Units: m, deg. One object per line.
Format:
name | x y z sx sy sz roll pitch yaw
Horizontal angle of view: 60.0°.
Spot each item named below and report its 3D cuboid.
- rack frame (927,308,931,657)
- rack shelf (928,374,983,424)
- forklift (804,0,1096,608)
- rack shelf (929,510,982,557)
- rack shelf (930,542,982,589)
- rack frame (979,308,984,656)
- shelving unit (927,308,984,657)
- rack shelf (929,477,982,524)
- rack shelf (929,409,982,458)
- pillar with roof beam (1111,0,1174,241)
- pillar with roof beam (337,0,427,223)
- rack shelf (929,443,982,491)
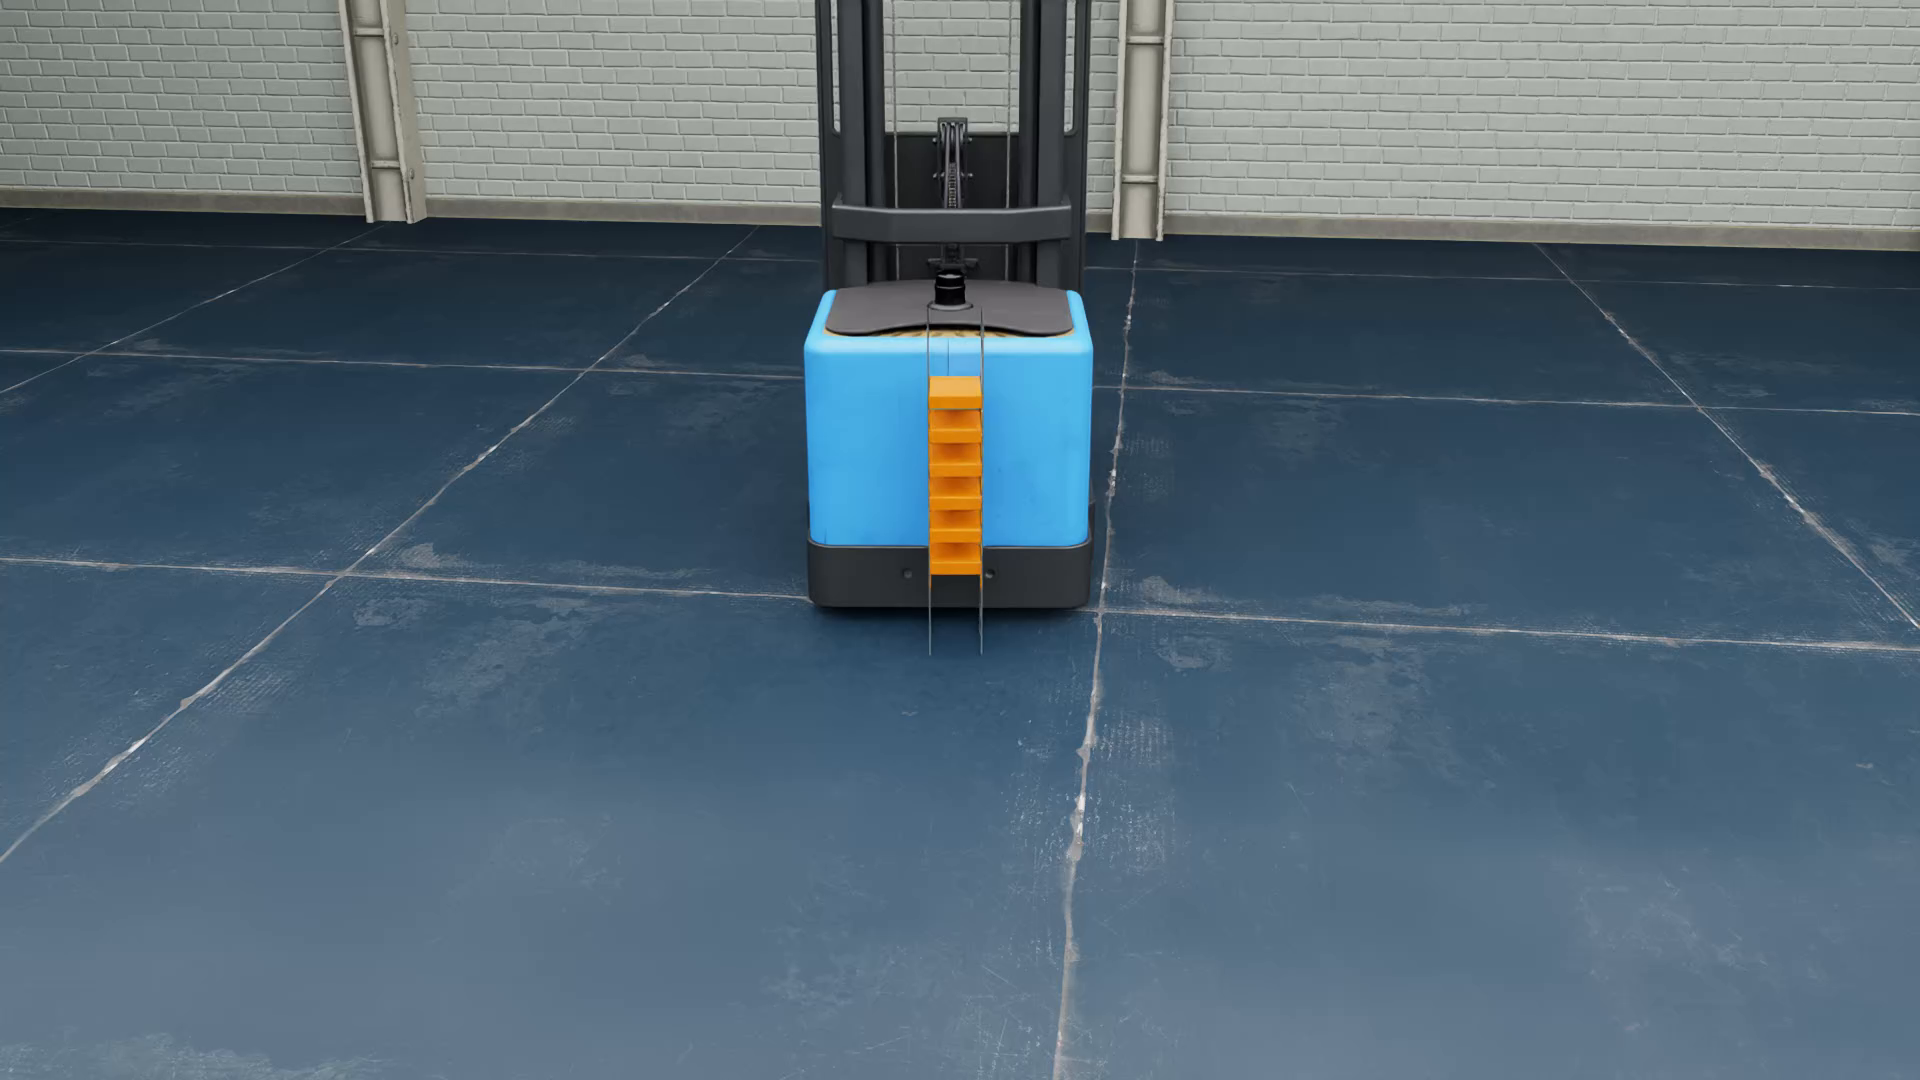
rack frame | -0.108 -0.189 5.785 0.006 1.200 0.240 0 22 -1
rack shelf | -0.017 -0.483 5.670 0.180 0.103 0.258 0 22 -1
forklift | -0.024 -1.604 7.011 1.130 2.935 3.031 0 22 1
rack shelf | -0.017 -0.036 5.847 0.180 0.103 0.258 0 22 -1
rack shelf | -0.017 0.075 5.891 0.180 0.103 0.258 0 22 -1
rack frame | 0.075 -0.189 5.787 0.006 1.200 0.240 0 22 -1
shelving unit | -0.017 -0.189 5.786 0.189 1.200 0.258 0 22 -1
rack shelf | -0.017 -0.148 5.802 0.180 0.103 0.258 0 22 -1
rack shelf | -0.017 -0.371 5.714 0.180 0.103 0.258 0 22 -1
pillar with roof beam | 0.870 -4.968 7.266 0.400 9.000 9.100 2 22 6
pillar with roof beam | -5.089 -5.227 7.922 0.400 9.000 9.100 2 22 6
rack shelf | -0.017 -0.259 5.758 0.180 0.103 0.258 0 22 -1
